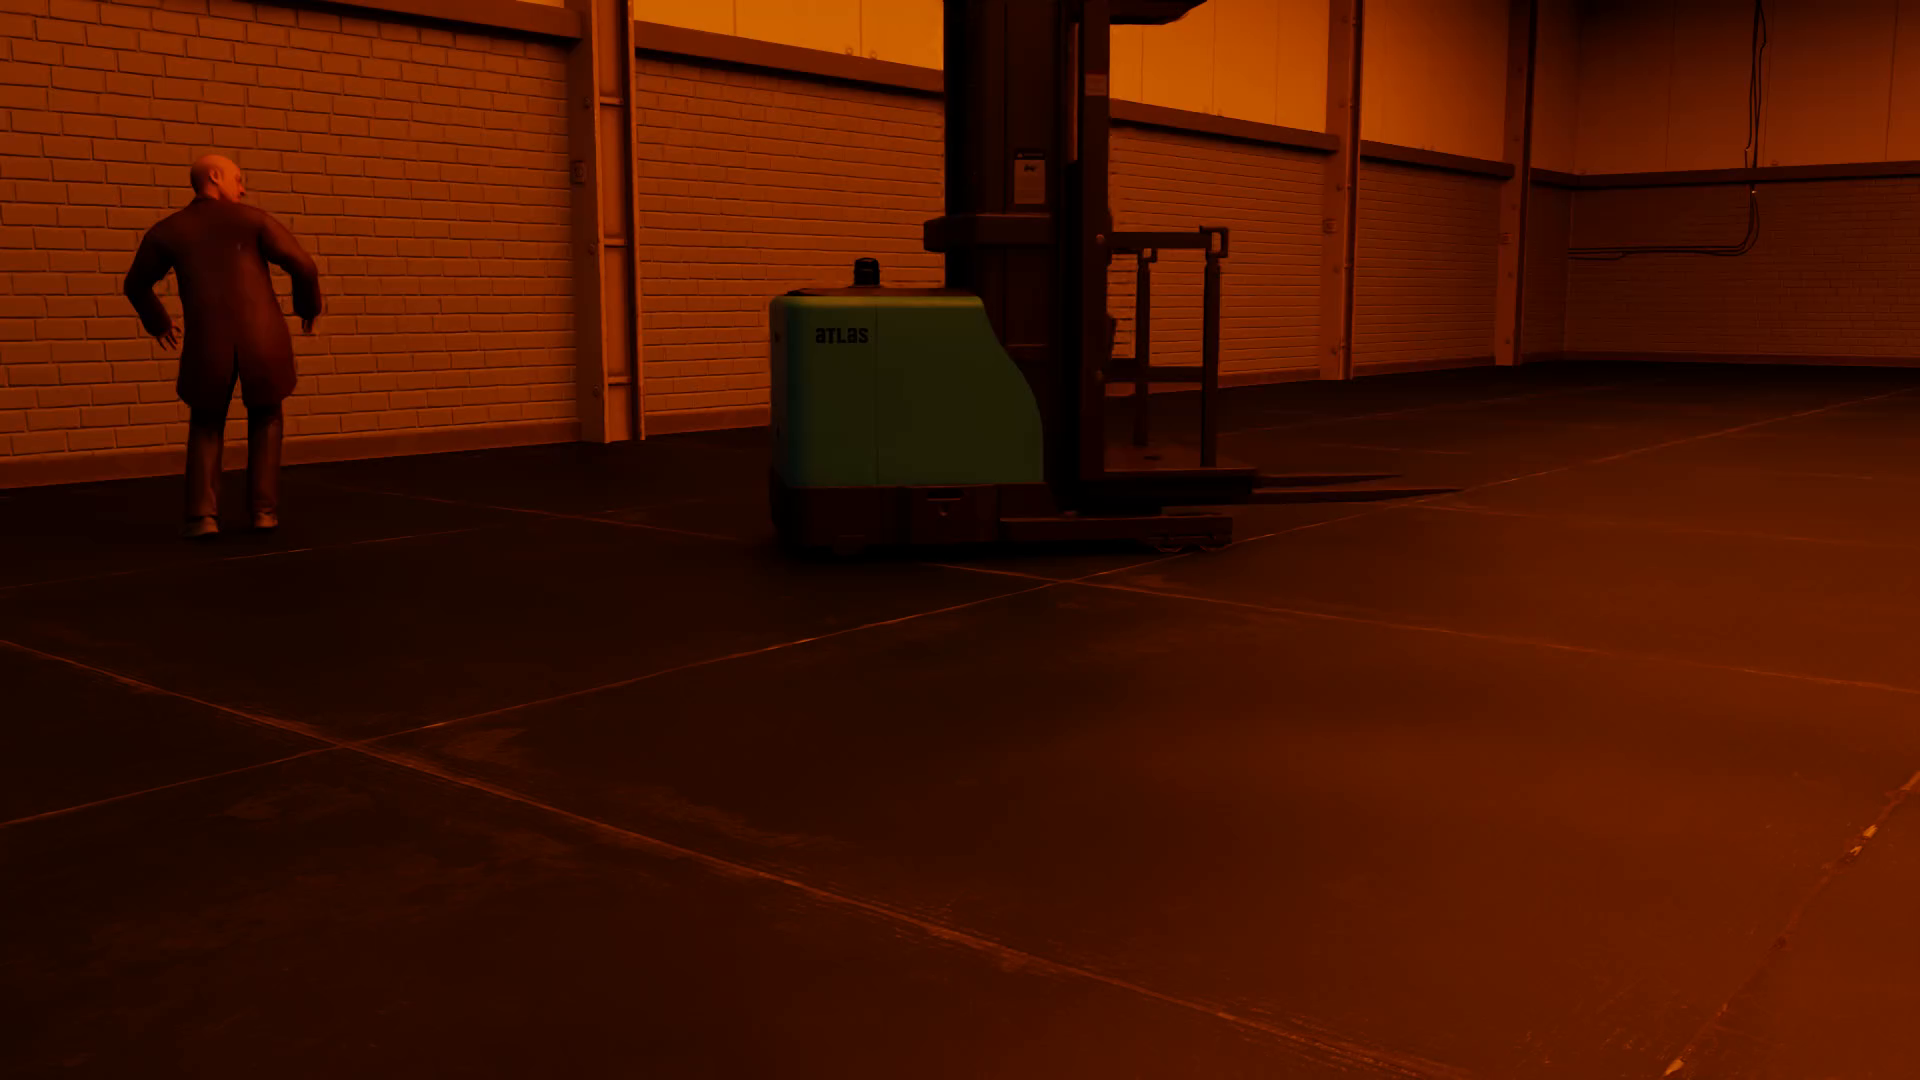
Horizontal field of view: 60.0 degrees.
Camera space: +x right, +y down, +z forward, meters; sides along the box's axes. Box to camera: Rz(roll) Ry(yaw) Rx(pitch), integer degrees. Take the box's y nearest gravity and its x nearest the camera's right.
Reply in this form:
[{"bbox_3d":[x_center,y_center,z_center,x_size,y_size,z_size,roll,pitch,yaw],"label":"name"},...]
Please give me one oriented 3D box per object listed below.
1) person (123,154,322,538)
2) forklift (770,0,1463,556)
[{"bbox_3d":[-3.334,-0.865,7.583,0.829,1.730,0.644,-2,9,-16],"label":"person"},{"bbox_3d":[0.698,-1.465,7.291,3.031,2.935,1.130,-2,8,-10],"label":"forklift"}]
